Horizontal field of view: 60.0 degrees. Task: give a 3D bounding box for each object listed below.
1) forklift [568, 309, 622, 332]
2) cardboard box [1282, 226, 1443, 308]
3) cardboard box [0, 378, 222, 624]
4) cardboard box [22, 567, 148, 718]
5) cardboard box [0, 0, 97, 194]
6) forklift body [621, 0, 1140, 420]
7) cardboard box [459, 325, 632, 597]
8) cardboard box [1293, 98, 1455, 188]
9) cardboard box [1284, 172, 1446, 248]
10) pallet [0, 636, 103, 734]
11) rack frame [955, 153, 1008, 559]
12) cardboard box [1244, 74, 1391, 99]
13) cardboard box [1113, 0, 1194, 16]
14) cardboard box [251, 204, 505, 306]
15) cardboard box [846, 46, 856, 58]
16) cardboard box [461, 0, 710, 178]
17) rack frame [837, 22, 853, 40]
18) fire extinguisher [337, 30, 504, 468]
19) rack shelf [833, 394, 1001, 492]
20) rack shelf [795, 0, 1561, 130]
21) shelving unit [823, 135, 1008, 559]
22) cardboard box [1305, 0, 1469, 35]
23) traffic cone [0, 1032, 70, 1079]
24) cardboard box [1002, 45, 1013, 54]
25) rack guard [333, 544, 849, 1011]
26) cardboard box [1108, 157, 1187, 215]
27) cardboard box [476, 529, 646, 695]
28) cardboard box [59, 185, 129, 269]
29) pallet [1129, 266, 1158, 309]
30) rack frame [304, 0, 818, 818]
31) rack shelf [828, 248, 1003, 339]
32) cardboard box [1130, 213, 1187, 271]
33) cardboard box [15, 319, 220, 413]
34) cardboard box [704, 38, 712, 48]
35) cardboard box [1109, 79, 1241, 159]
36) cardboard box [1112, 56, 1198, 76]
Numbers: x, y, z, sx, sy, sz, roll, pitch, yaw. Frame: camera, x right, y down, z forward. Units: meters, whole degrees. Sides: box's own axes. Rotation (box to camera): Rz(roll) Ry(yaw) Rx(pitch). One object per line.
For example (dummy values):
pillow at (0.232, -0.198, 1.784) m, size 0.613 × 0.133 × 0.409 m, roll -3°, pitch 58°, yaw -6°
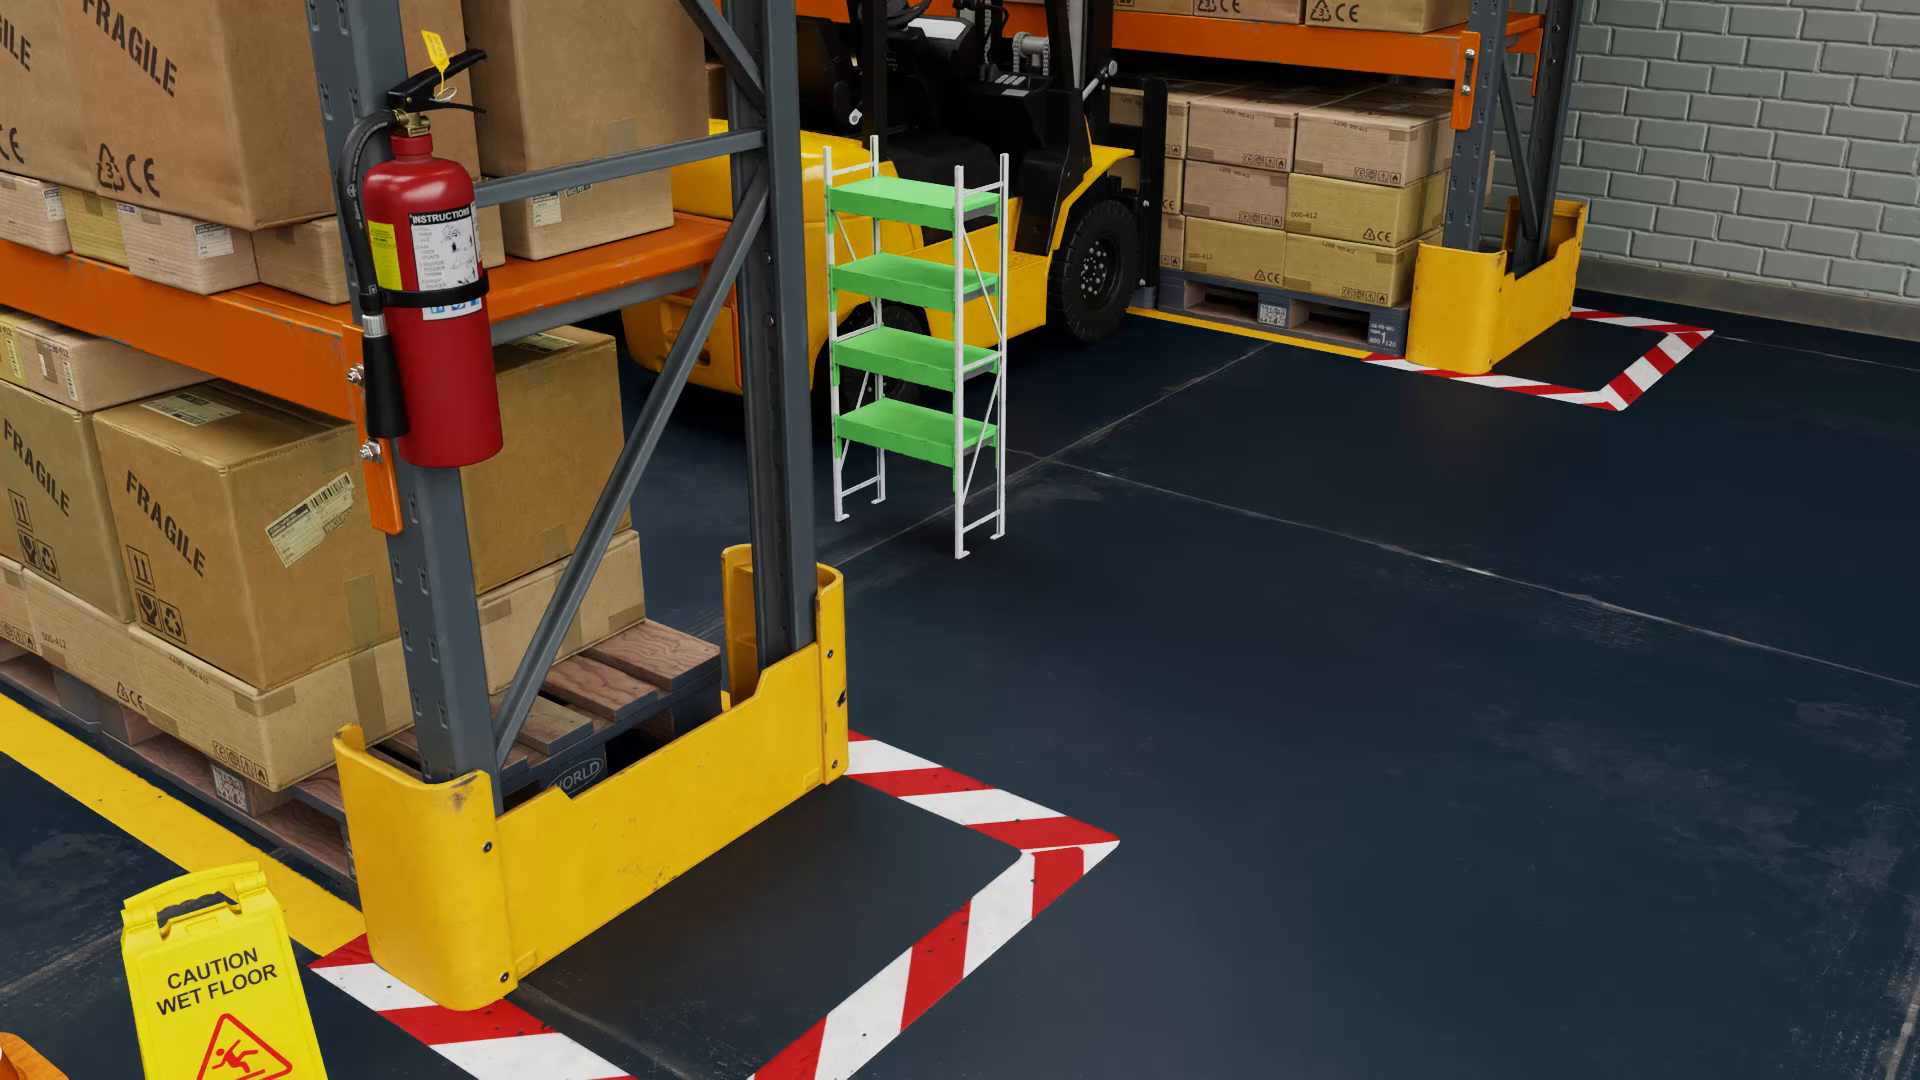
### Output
forklift at (-1.899, -2.676, 7.689) m, size 1.130 × 2.935 × 3.031 m, roll 3°, pitch 24°, yaw 7°
cardboard box at (1.739, -1.216, 7.180) m, size 0.500 × 0.250 × 0.500 m, roll 17°, pitch 29°, yaw 34°
cardboard box at (-1.886, -0.180, 3.898) m, size 0.500 × 0.500 × 0.500 m, roll 18°, pitch 30°, yaw 35°
cardboard box at (-1.887, 0.161, 4.053) m, size 0.500 × 0.250 × 0.500 m, roll 17°, pitch 29°, yaw 33°
cardboard box at (-1.667, -1.015, 3.341) m, size 0.500 × 0.500 × 0.500 m, roll 17°, pitch 29°, yaw 33°
forklift body at (-0.307, -1.752, 6.559) m, size 1.214 × 2.155 × 2.313 m, roll 17°, pitch 29°, yaw 33°
cardboard box at (-1.168, -0.235, 4.023) m, size 0.500 × 0.500 × 0.500 m, roll 16°, pitch 28°, yaw 32°
cardboard box at (1.749, -1.673, 6.976) m, size 0.500 × 0.250 × 0.500 m, roll 18°, pitch 29°, yaw 35°
cardboard box at (1.728, -1.450, 7.091) m, size 0.500 × 0.250 × 0.500 m, roll 16°, pitch 29°, yaw 33°
pallet at (-2.331, 0.086, 4.792) m, size 1.213 × 0.211 × 1.003 m, roll 17°, pitch 29°, yaw 33°
rack frame at (0.063, -0.530, 4.965) m, size 0.015 × 1.200 × 0.240 m, roll 17°, pitch 29°, yaw 33°
cardboard box at (1.632, -1.959, 7.625) m, size 0.500 × 0.250 × 0.500 m, roll 17°, pitch 29°, yaw 33°
cardboard box at (0.934, -2.603, 7.314) m, size 0.500 × 0.500 × 0.500 m, roll 16°, pitch 29°, yaw 32°
cardboard box at (-1.097, -0.575, 3.146) m, size 0.250 × 0.149 × 0.380 m, roll 18°, pitch 29°, yaw 35°
cardboard box at (-0.697, -2.411, 8.652) m, size 0.500 × 0.250 × 0.500 m, roll 16°, pitch 29°, yaw 33°
cardboard box at (-0.882, -1.054, 3.430) m, size 0.500 × 0.500 × 0.500 m, roll 16°, pitch 29°, yaw 33°
rack frame at (-0.896, -3.238, 8.879) m, size 0.127 × 3.000 × 1.000 m, roll 17°, pitch 29°, yaw 33°
fire extinguisher at (-0.854, -0.457, 2.662) m, size 0.183 × 0.674 × 0.296 m, roll 17°, pitch 29°, yaw 33°
rack shelf at (-0.132, -0.311, 5.221) m, size 0.480 × 0.148 × 0.258 m, roll 17°, pitch 29°, yaw 33°
rack shelf at (0.704, -2.425, 7.926) m, size 4.000 × 0.370 × 1.077 m, roll 17°, pitch 29°, yaw 33°
shelving unit at (-0.132, -0.589, 5.099) m, size 0.503 × 1.200 × 0.258 m, roll 17°, pitch 29°, yaw 33°
cardboard box at (1.753, -2.351, 6.741) m, size 0.500 × 0.500 × 0.500 m, roll 16°, pitch 28°, yaw 32°
traffic cone at (-1.787, 0.805, 2.849) m, size 0.334 × 0.463 × 0.336 m, roll 17°, pitch 29°, yaw 33°
cardboard box at (0.028, -2.455, 8.751) m, size 0.500 × 0.250 × 0.500 m, roll 16°, pitch 29°, yaw 33°
rack guard at (-0.730, 0.457, 3.592) m, size 0.348 × 0.500 × 1.175 m, roll 17°, pitch 29°, yaw 33°
cardboard box at (0.907, -1.693, 7.642) m, size 0.500 × 0.250 × 0.500 m, roll 16°, pitch 28°, yaw 32°
cardboard box at (-1.149, 0.113, 4.162) m, size 0.500 × 0.250 × 0.500 m, roll 17°, pitch 29°, yaw 33°
cardboard box at (-1.558, -0.669, 3.360) m, size 0.250 × 0.149 × 0.380 m, roll 16°, pitch 29°, yaw 32°
pallet at (0.696, -1.461, 8.305) m, size 1.213 × 0.211 × 1.003 m, roll 17°, pitch 29°, yaw 33°
rack frame at (-0.669, -0.668, 3.047) m, size 0.127 × 3.000 × 1.000 m, roll 17°, pitch 29°, yaw 33°
rack shelf at (-0.132, -0.750, 5.028) m, size 0.480 × 0.148 × 0.258 m, roll 17°, pitch 29°, yaw 33°
cardboard box at (0.952, -1.463, 7.741) m, size 0.500 × 0.250 × 0.500 m, roll 17°, pitch 29°, yaw 34°
cardboard box at (-1.801, -0.419, 3.635) m, size 0.250 × 0.149 × 0.380 m, roll 18°, pitch 29°, yaw 35°
cardboard box at (-1.937, -2.656, 9.983) m, size 0.625 × 0.625 × 0.875 m, roll 16°, pitch 29°, yaw 33°
cardboard box at (0.927, -1.913, 7.521) m, size 0.500 × 0.250 × 0.500 m, roll 17°, pitch 29°, yaw 34°
cardboard box at (0.832, -2.210, 8.194) m, size 0.500 × 0.250 × 0.500 m, roll 16°, pitch 28°, yaw 32°
